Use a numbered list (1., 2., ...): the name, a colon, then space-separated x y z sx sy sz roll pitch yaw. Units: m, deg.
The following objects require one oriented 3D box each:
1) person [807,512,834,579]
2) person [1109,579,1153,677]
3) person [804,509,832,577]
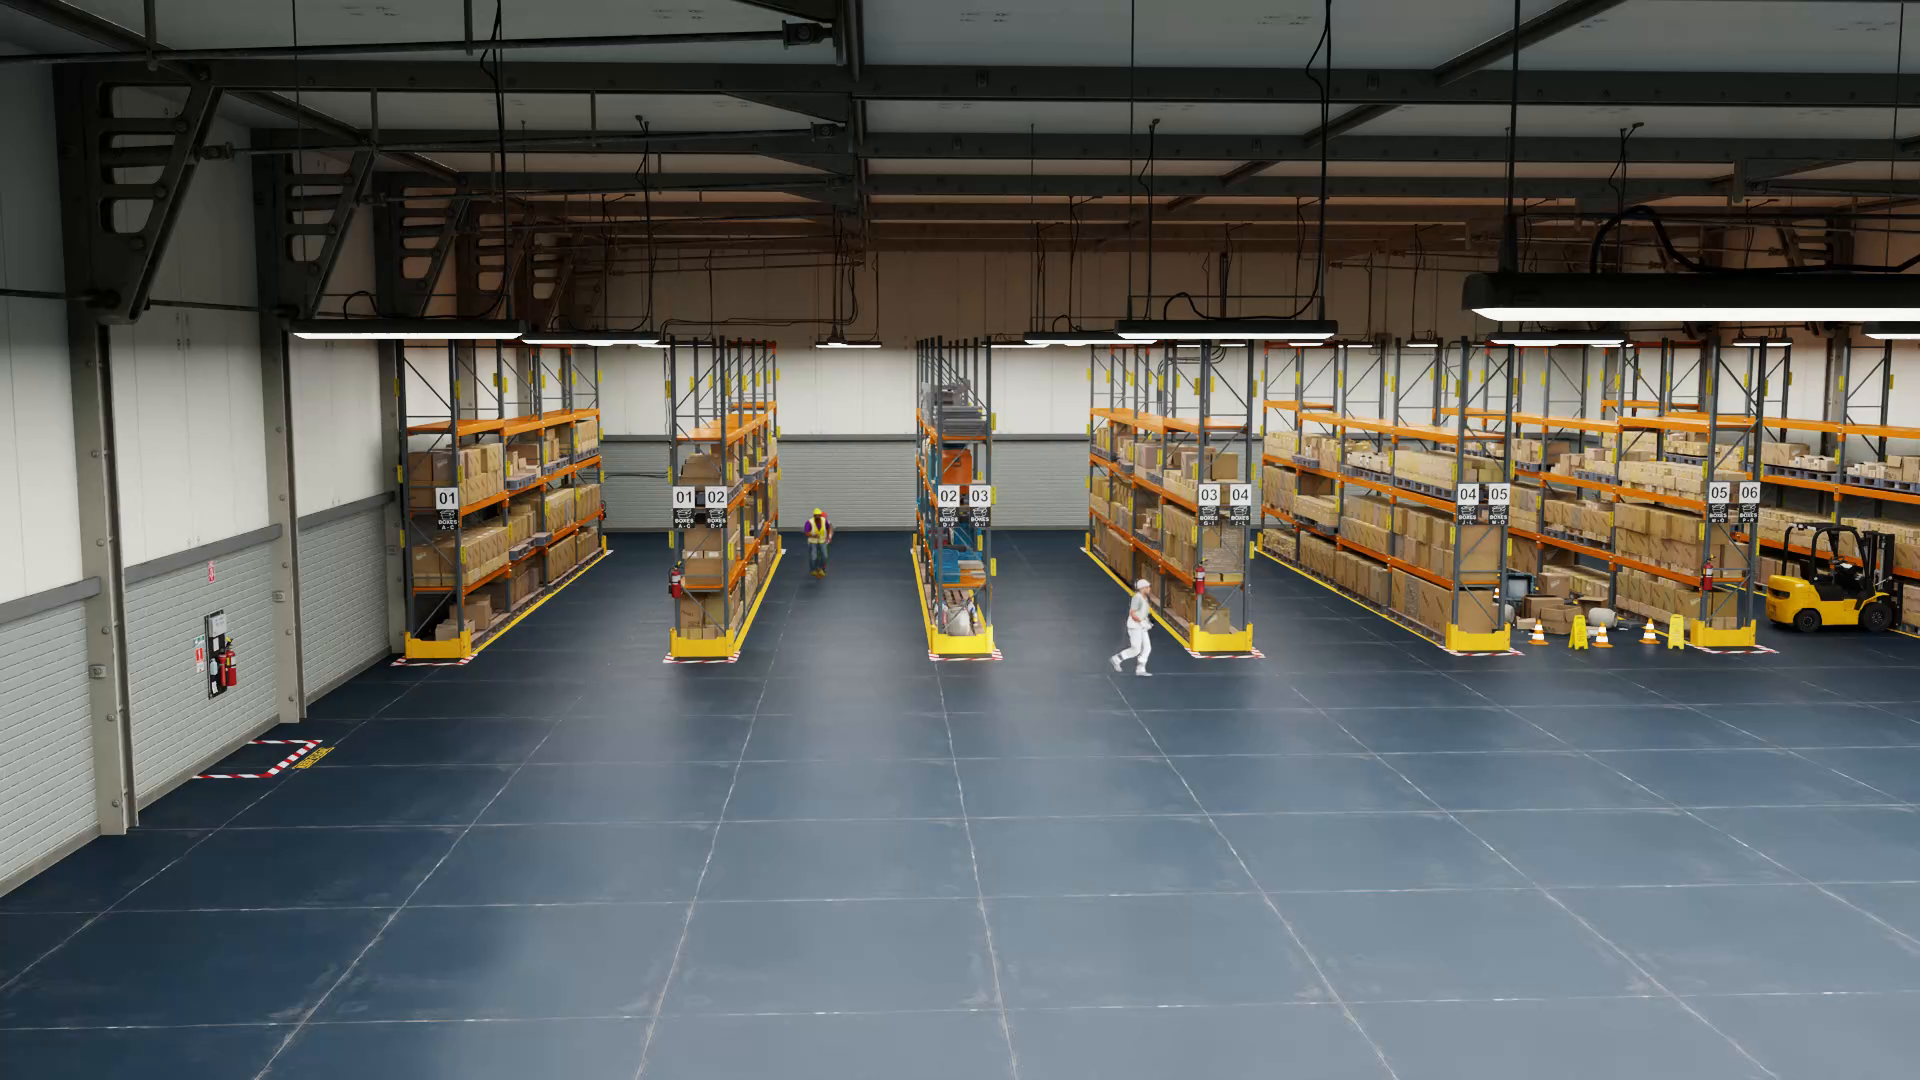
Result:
1. person: -3.510 0.133 41.923 0.659 1.710 0.768 -3 7 -22
2. person: 3.033 1.543 29.309 0.780 1.736 0.660 3 7 23
3. person: -3.416 0.067 40.086 0.727 1.683 0.835 -3 7 -22
